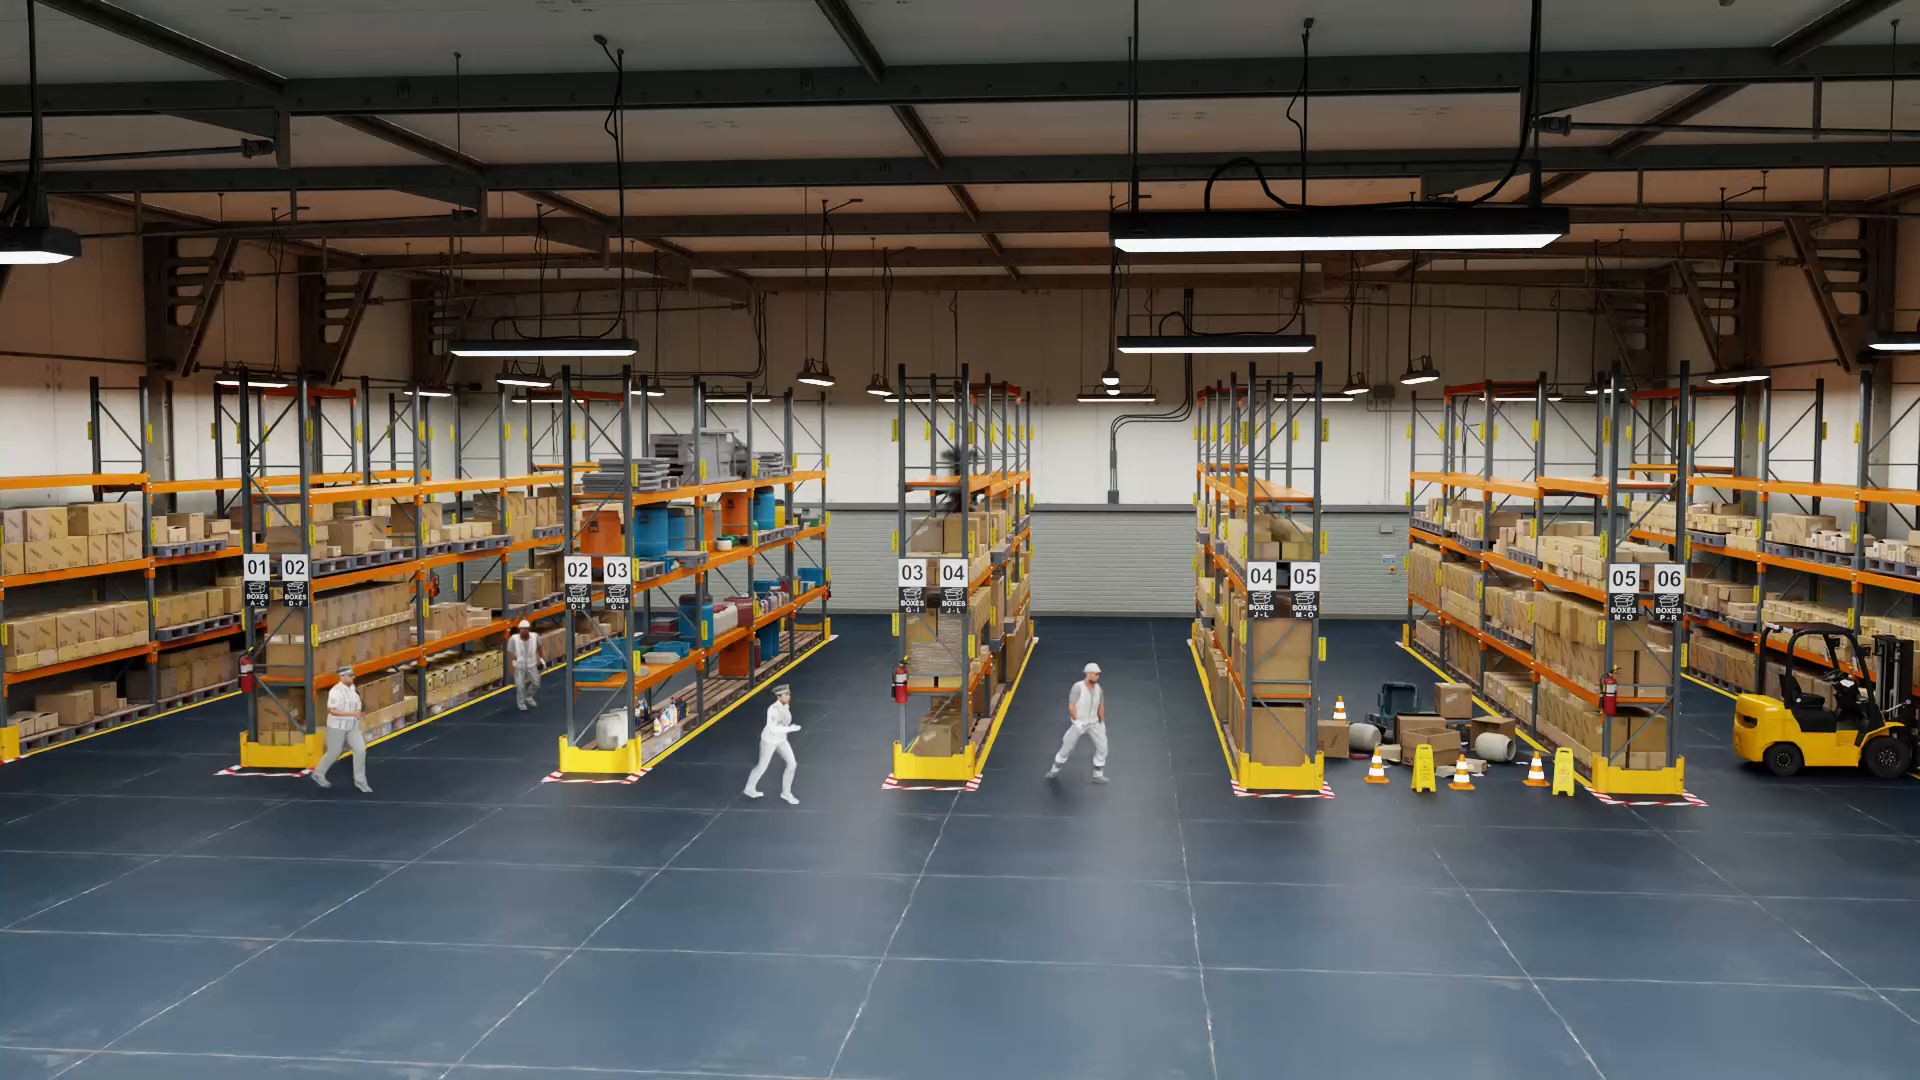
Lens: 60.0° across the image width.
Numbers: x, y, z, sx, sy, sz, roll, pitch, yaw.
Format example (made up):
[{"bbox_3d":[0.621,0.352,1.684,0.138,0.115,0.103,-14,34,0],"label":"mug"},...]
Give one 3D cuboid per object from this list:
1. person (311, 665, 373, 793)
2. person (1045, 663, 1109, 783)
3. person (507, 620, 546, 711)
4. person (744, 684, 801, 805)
[{"bbox_3d":[-8.648,2.636,23.230,0.930,1.818,0.597,1,4,22],"label":"person"},{"bbox_3d":[1.691,2.616,23.857,0.840,1.722,0.740,-2,4,-23],"label":"person"},{"bbox_3d":[-7.766,2.256,29.793,0.708,1.673,0.774,-2,4,-26],"label":"person"},{"bbox_3d":[-2.511,2.746,22.464,0.938,1.659,0.597,2,4,32],"label":"person"}]
